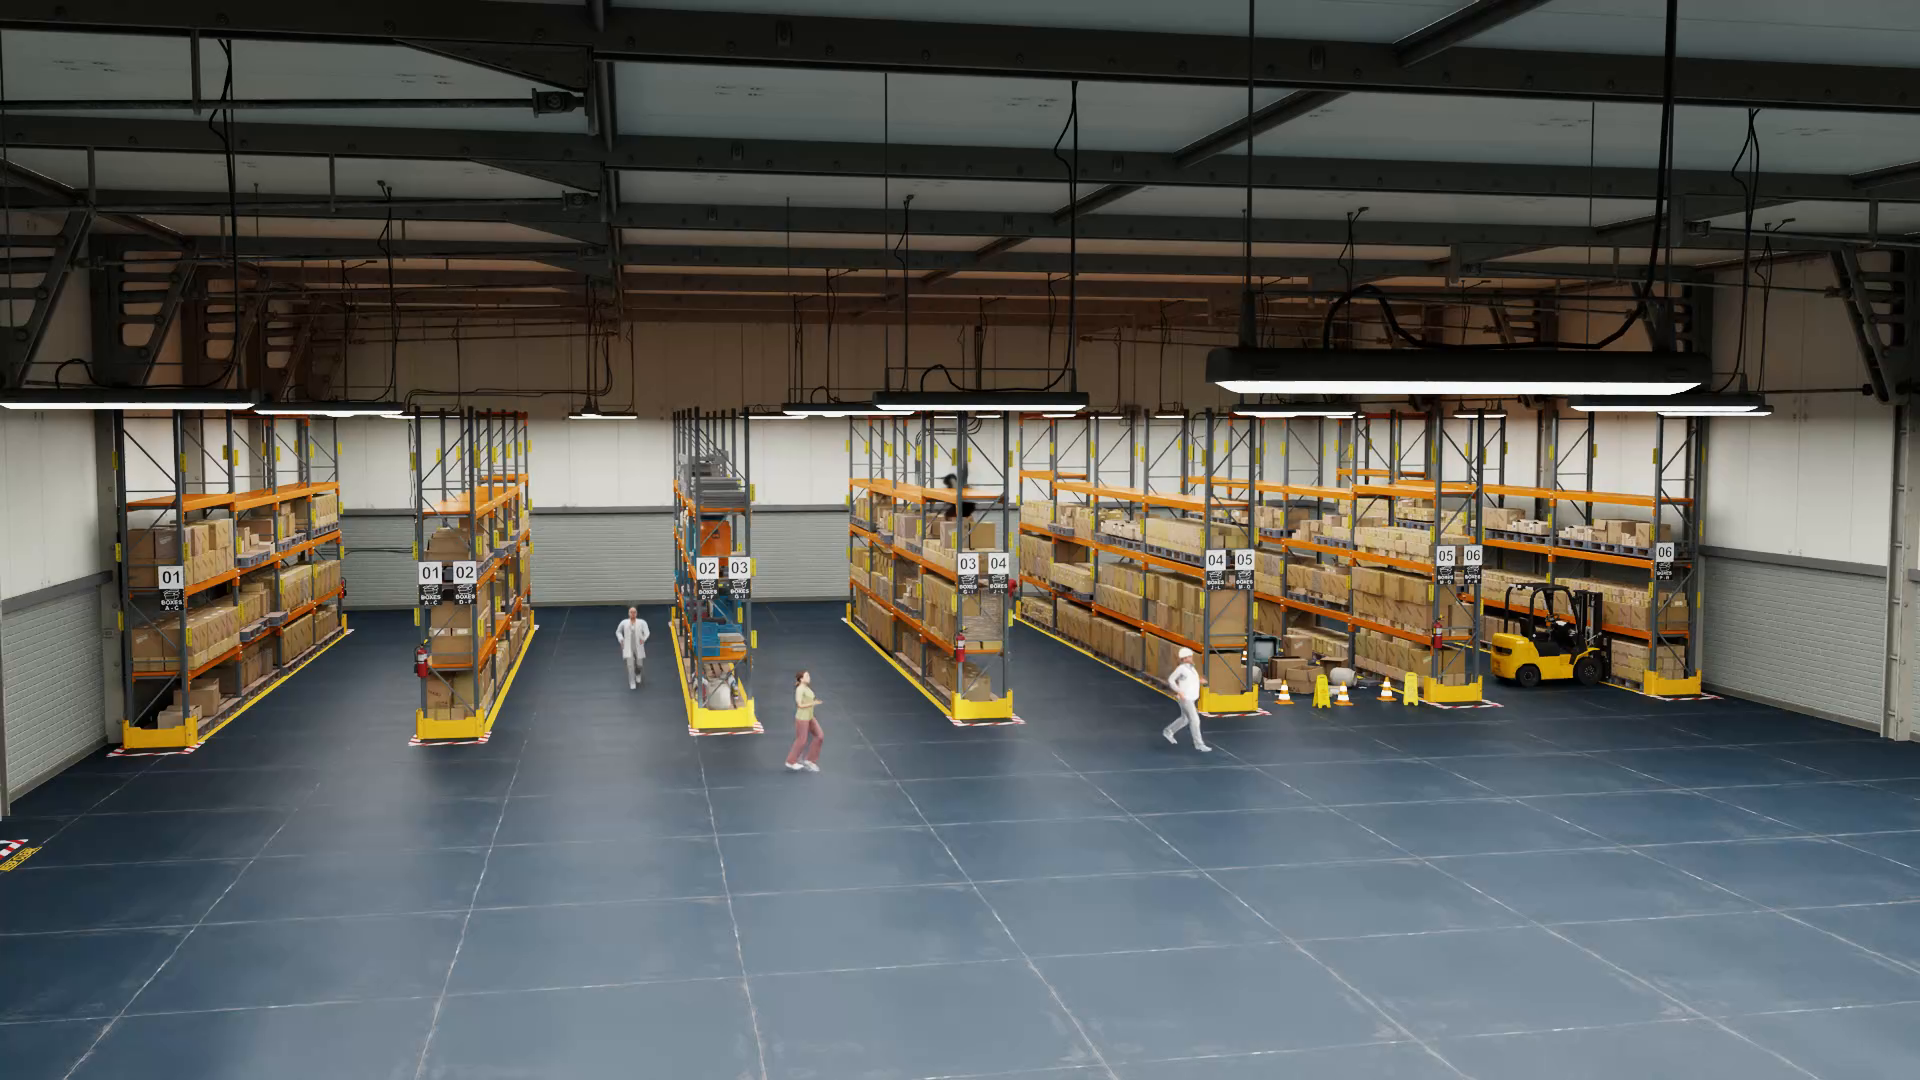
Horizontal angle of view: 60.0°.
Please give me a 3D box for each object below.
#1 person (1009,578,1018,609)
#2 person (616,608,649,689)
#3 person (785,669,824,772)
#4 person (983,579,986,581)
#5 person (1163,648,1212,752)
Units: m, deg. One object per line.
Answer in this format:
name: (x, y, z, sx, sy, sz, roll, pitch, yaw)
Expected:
person: (1.262, 1.696, 44.934, 0.624, 1.804, 0.774, -1, 4, -9)
person: (-7.035, 2.315, 35.748, 0.713, 1.730, 0.753, -1, 4, -13)
person: (-2.536, 2.958, 27.164, 0.670, 1.705, 0.558, 1, 4, 16)
person: (0.465, 1.484, 48.398, 0.659, 1.634, 0.509, 2, 5, 29)
person: (3.951, 2.757, 28.917, 0.963, 1.763, 0.655, 2, 5, 28)
